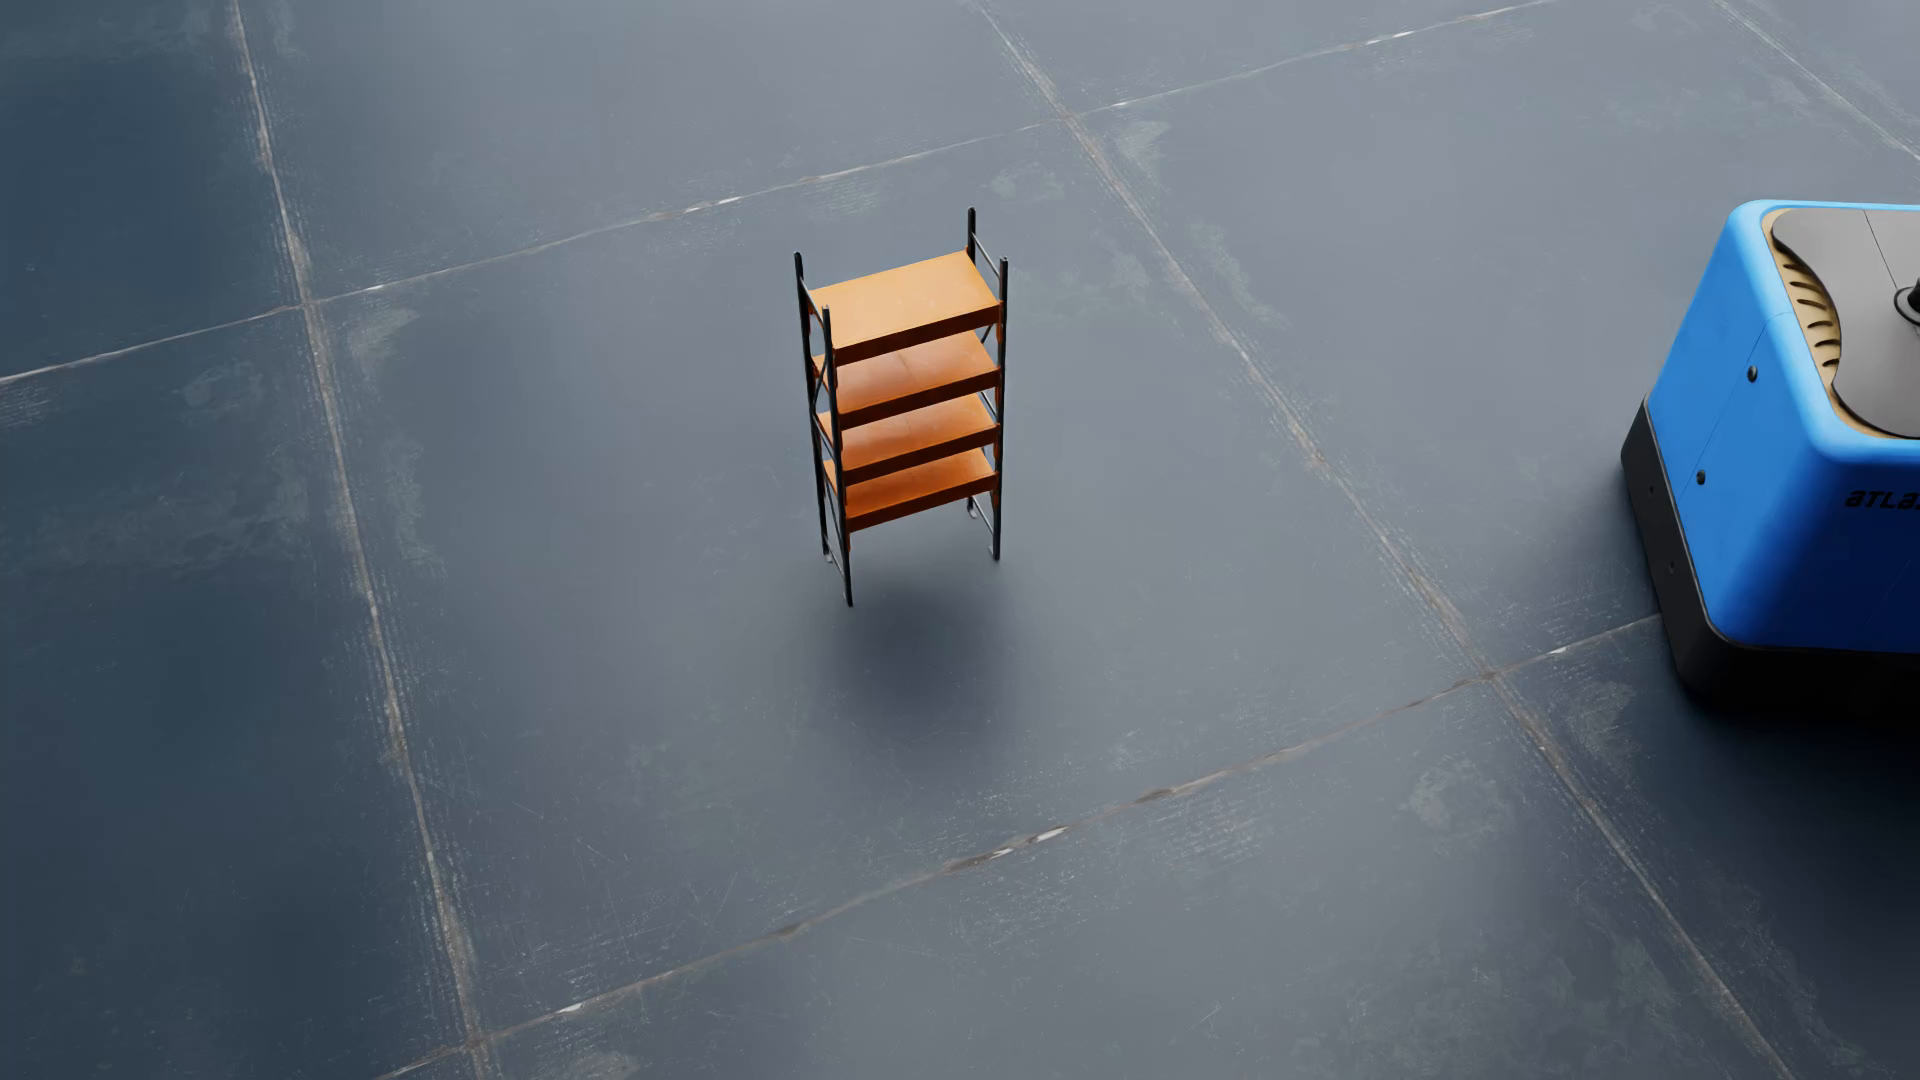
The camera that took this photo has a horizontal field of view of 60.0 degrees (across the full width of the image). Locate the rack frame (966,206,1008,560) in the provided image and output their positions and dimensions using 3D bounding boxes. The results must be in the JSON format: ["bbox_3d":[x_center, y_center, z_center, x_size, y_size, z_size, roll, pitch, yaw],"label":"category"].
[{"bbox_3d":[0.073,-0.413,4.814,0.015,1.200,0.240,-17,52,-14],"label":"rack frame"}]

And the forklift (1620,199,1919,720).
[{"bbox_3d":[3.623,-0.780,3.988,3.031,2.935,1.130,3,49,2],"label":"forklift"}]

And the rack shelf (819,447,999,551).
[{"bbox_3d":[-0.153,-0.170,4.956,0.480,0.148,0.258,-17,52,-14],"label":"rack shelf"}]

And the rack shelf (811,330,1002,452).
[{"bbox_3d":[-0.153,-0.445,4.635,0.480,0.148,0.258,-17,52,-14],"label":"rack shelf"}]

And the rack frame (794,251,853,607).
[{"bbox_3d":[-0.379,-0.273,4.694,0.015,1.200,0.240,-17,52,-14],"label":"rack frame"}]

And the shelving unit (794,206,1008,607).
[{"bbox_3d":[-0.153,-0.343,4.754,0.503,1.200,0.258,-17,52,-14],"label":"shelving unit"}]

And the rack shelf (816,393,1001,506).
[{"bbox_3d":[-0.153,-0.300,4.805,0.480,0.148,0.258,-17,52,-14],"label":"rack shelf"}]

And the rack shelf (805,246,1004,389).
[{"bbox_3d":[-0.153,-0.599,4.456,0.480,0.148,0.258,-17,52,-14],"label":"rack shelf"}]
